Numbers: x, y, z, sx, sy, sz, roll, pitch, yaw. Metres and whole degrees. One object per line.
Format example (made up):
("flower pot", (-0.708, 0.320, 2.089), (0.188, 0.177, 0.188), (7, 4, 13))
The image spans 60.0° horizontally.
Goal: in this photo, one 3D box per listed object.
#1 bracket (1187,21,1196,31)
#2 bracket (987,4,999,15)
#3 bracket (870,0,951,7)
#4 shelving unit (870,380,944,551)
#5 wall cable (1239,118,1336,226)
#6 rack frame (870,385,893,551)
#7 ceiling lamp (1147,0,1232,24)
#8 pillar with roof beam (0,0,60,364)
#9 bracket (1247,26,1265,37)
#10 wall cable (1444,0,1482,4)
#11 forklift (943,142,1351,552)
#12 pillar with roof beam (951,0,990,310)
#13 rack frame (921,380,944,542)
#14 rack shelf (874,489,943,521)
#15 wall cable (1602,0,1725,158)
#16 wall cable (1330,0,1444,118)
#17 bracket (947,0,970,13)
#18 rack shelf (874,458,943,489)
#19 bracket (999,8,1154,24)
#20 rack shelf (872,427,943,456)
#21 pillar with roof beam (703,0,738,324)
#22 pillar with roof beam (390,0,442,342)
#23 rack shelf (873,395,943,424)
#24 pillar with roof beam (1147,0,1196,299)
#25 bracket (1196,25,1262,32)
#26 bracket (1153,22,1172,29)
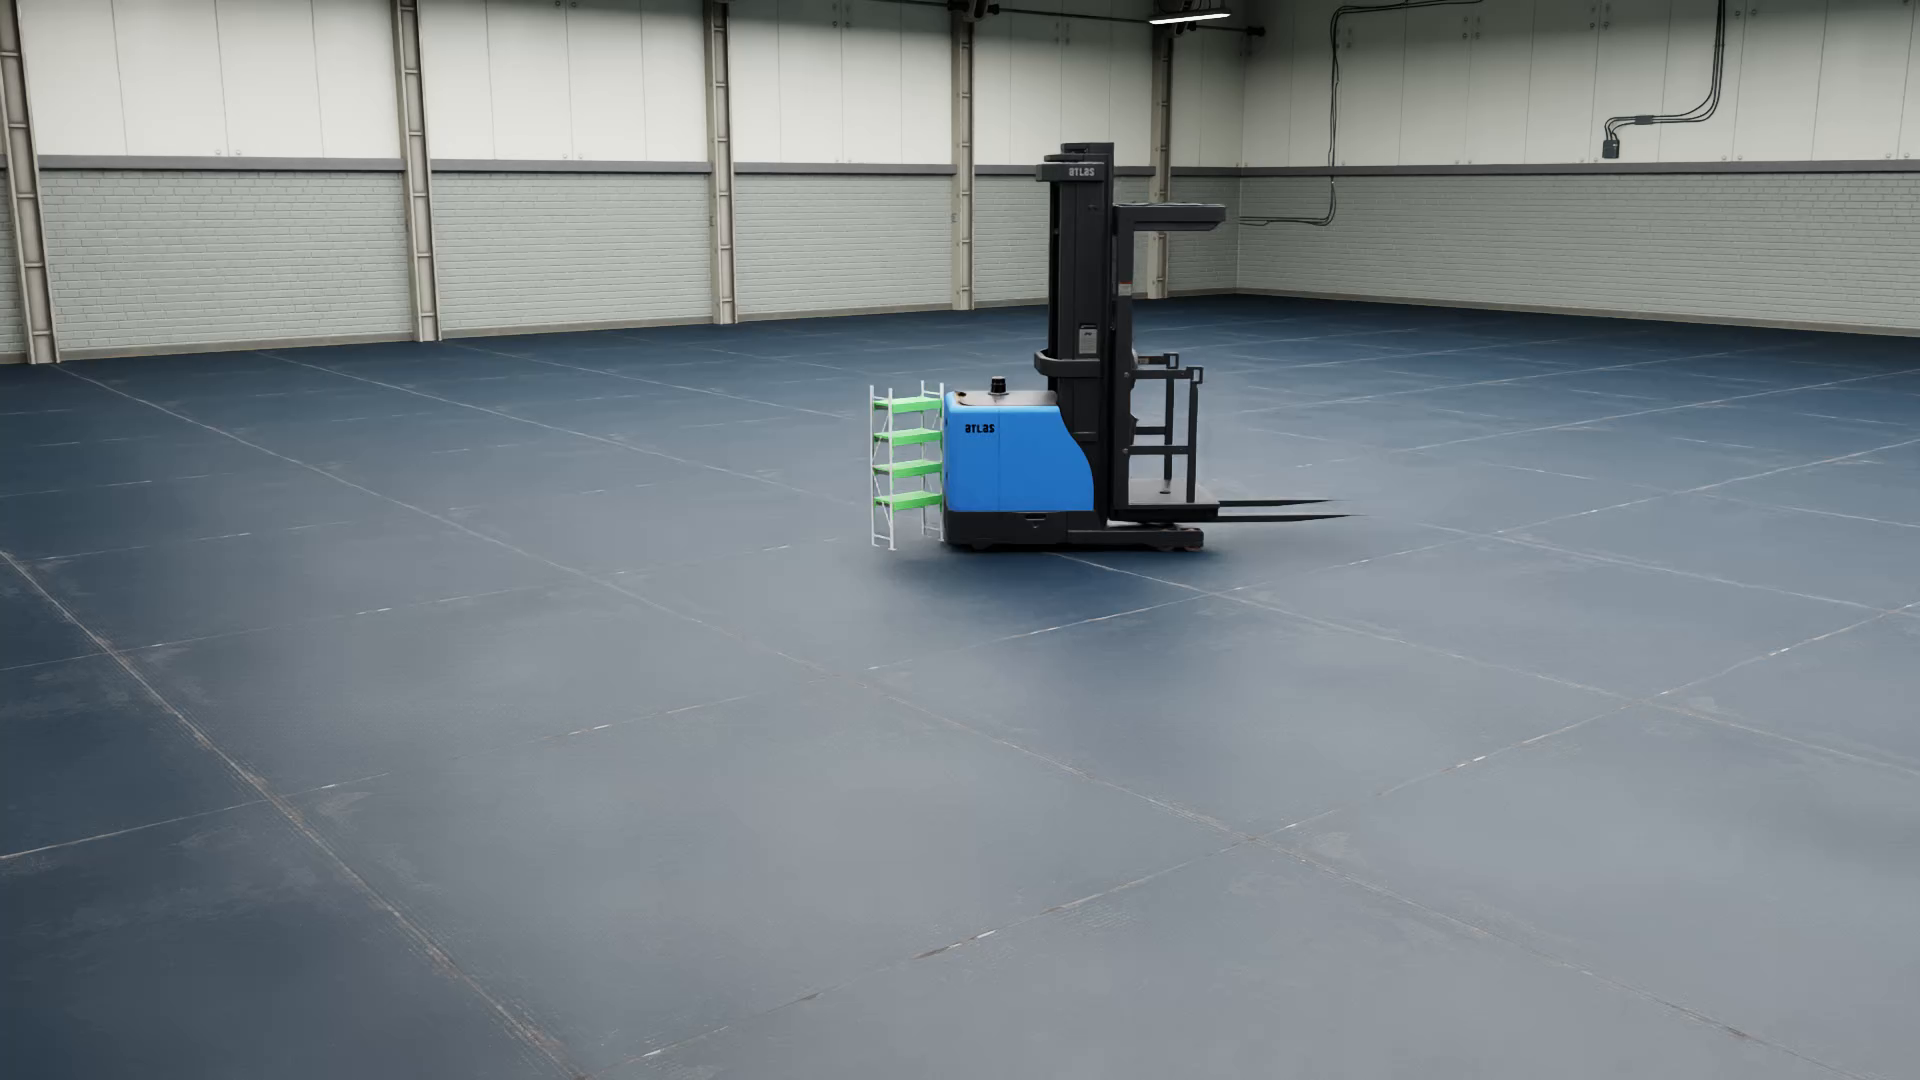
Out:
("bracket", (5.293, -11.985, 38.740), (0.430, 0.232, 0.235), (-9, 15, -38))
("bracket", (0.608, -11.207, 35.074), (0.430, 0.232, 0.235), (-9, 15, -38))
("bracket", (-2.052, -10.764, 32.992), (4.783, 0.066, 0.076), (-9, 15, -38))
("shelving unit", (-0.392, -0.561, 12.380), (0.503, 1.200, 0.258), (-10, 16, -40))
("wall cable", (7.874, -8.877, 40.245), (0.112, 2.526, 3.097), (-9, 15, -38))
("rack frame", (-0.576, -0.527, 12.223), (0.015, 1.200, 0.240), (-10, 16, -40))
("ceiling lamp", (4.697, -11.812, 32.536), (0.800, 3.185, 2.000), (-9, 15, -38))
("pillar with roof beam", (-11.304, -6.416, 21.178), (0.400, 9.000, 9.100), (-9, 15, -38))
("bracket", (7.144, -12.293, 40.189), (0.430, 0.232, 0.235), (-9, 15, -38))
("wall cable", (11.497, -12.632, 34.817), (0.112, 2.526, 3.097), (-9, 15, -38))
("forklift", (1.402, -1.457, 12.432), (3.031, 2.935, 1.130), (-1, 12, -3))
("pillar with roof beam", (2.751, -8.751, 32.177), (0.548, 9.000, 9.100), (-9, 15, -38))
("rack frame", (-0.208, -0.594, 12.537), (0.015, 1.200, 0.240), (-10, 16, -40))
("rack shelf", (-0.392, -0.263, 12.443), (0.480, 0.148, 0.258), (-10, 16, -40))
("wall cable", (13.792, -10.518, 32.308), (0.169, 6.003, 2.305), (-9, 15, -38))
("wall cable", (9.564, -10.909, 37.654), (0.112, 2.526, 3.097), (-9, 15, -38))
("bracket", (-0.040, -11.099, 34.567), (0.430, 0.232, 0.235), (-9, 15, -38))
("rack shelf", (-0.392, -0.498, 12.393), (0.480, 0.148, 0.258), (-10, 16, -40))
("bracket", (2.633, -11.543, 36.659), (4.783, 0.066, 0.076), (-9, 15, -38))
("rack shelf", (-0.392, -0.733, 12.343), (0.480, 0.148, 0.258), (-10, 16, -40))
("pillar with roof beam", (-1.934, -7.973, 28.511), (0.548, 9.000, 9.100), (-9, 15, -38))
("pillar with roof beam", (-6.619, -7.194, 24.844), (0.400, 9.000, 9.100), (-9, 15, -38))
("rack shelf", (-0.392, -0.968, 12.294), (0.480, 0.148, 0.258), (-10, 16, -40))
("pillar with roof beam", (7.437, -9.530, 35.844), (0.548, 9.000, 9.100), (-9, 15, -38))
("bracket", (6.682, -12.216, 39.828), (3.189, 0.066, 0.076), (-9, 15, -38))
("bracket", (4.645, -11.877, 38.233), (0.430, 0.232, 0.235), (-9, 15, -38))
